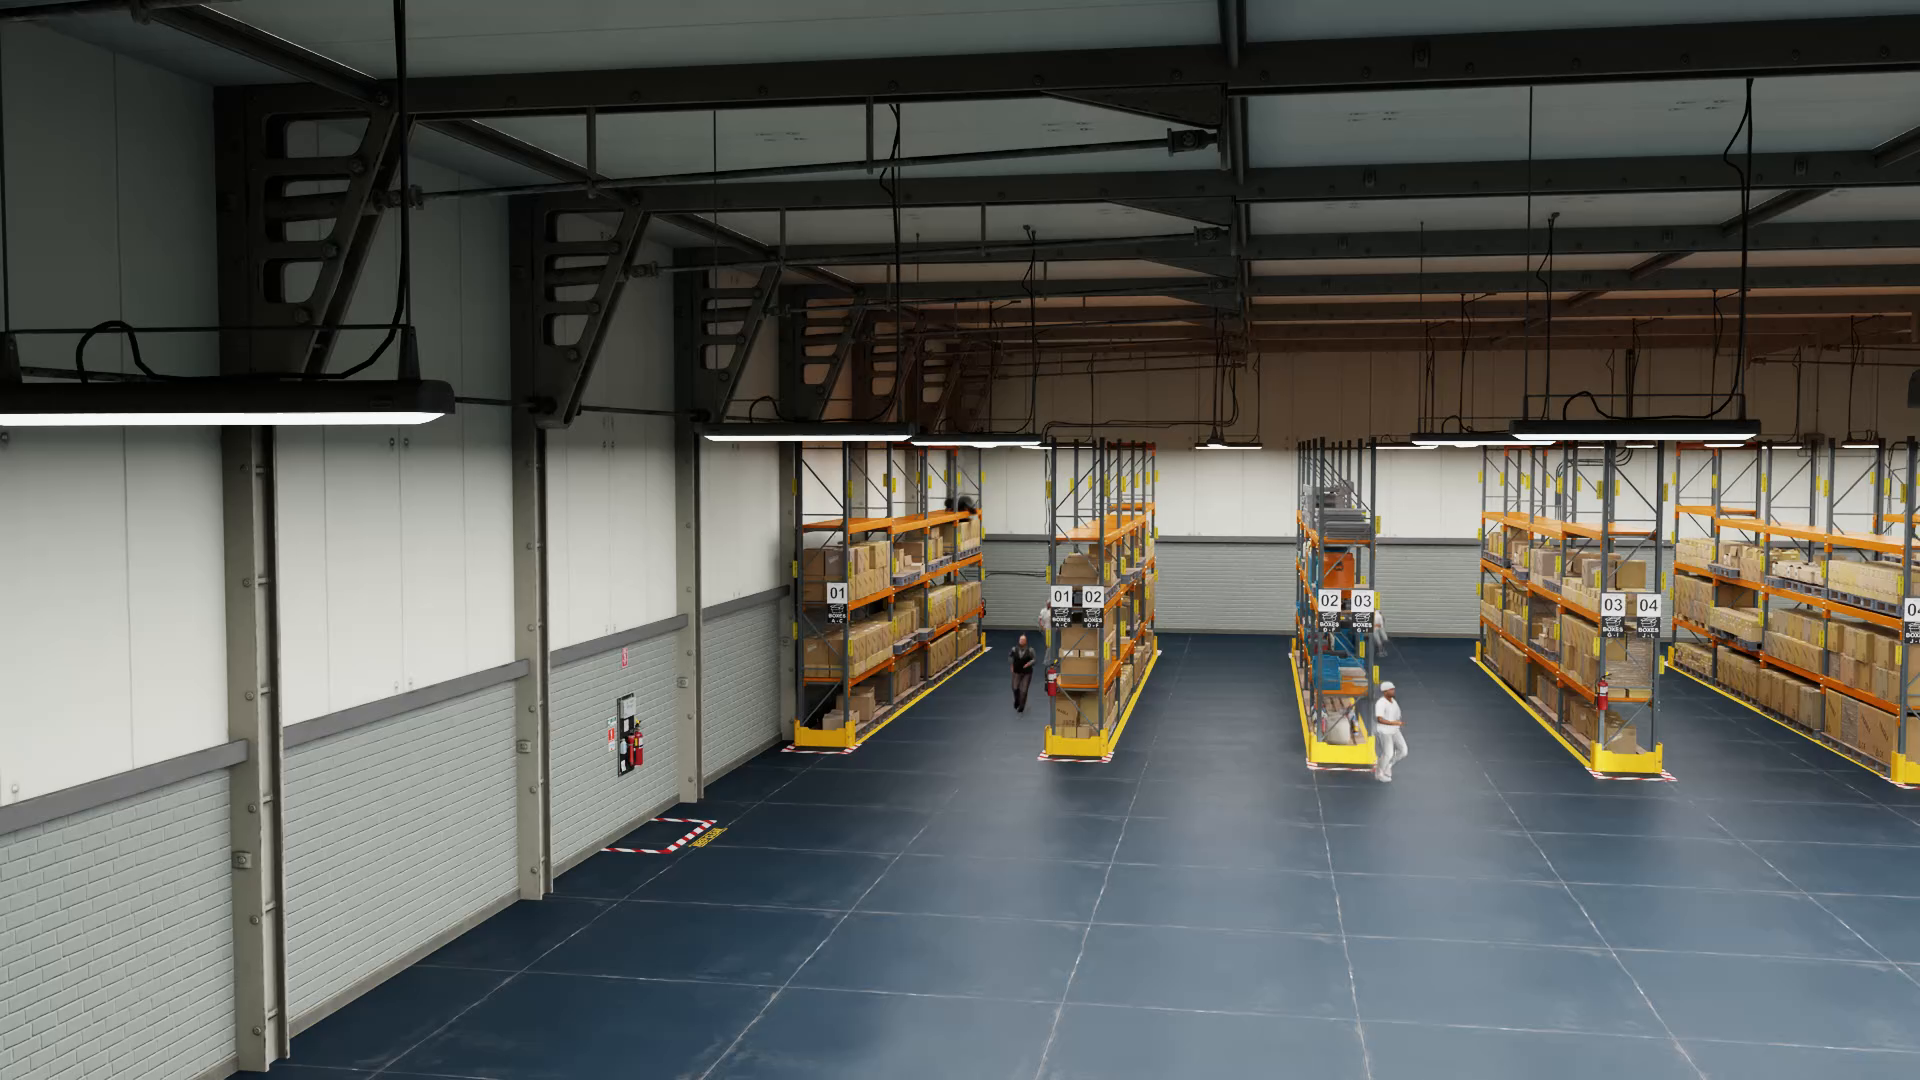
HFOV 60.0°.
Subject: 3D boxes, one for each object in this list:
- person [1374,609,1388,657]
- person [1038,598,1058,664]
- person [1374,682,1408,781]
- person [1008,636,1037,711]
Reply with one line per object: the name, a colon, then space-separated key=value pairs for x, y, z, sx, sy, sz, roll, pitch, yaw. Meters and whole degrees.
person: x=11.585 y=2.478 z=46.161 sx=0.665 sy=1.590 sz=0.544 roll=-1 pitch=3 yaw=-17
person: x=2.322 y=2.337 z=43.069 sx=0.600 sy=1.682 sz=0.719 roll=1 pitch=3 yaw=10
person: x=7.474 y=3.319 z=28.820 sx=0.685 sy=1.725 sz=0.623 roll=-3 pitch=4 yaw=-44
person: x=1.366 y=2.942 z=36.540 sx=0.661 sy=1.679 sz=0.628 roll=0 pitch=3 yaw=8
